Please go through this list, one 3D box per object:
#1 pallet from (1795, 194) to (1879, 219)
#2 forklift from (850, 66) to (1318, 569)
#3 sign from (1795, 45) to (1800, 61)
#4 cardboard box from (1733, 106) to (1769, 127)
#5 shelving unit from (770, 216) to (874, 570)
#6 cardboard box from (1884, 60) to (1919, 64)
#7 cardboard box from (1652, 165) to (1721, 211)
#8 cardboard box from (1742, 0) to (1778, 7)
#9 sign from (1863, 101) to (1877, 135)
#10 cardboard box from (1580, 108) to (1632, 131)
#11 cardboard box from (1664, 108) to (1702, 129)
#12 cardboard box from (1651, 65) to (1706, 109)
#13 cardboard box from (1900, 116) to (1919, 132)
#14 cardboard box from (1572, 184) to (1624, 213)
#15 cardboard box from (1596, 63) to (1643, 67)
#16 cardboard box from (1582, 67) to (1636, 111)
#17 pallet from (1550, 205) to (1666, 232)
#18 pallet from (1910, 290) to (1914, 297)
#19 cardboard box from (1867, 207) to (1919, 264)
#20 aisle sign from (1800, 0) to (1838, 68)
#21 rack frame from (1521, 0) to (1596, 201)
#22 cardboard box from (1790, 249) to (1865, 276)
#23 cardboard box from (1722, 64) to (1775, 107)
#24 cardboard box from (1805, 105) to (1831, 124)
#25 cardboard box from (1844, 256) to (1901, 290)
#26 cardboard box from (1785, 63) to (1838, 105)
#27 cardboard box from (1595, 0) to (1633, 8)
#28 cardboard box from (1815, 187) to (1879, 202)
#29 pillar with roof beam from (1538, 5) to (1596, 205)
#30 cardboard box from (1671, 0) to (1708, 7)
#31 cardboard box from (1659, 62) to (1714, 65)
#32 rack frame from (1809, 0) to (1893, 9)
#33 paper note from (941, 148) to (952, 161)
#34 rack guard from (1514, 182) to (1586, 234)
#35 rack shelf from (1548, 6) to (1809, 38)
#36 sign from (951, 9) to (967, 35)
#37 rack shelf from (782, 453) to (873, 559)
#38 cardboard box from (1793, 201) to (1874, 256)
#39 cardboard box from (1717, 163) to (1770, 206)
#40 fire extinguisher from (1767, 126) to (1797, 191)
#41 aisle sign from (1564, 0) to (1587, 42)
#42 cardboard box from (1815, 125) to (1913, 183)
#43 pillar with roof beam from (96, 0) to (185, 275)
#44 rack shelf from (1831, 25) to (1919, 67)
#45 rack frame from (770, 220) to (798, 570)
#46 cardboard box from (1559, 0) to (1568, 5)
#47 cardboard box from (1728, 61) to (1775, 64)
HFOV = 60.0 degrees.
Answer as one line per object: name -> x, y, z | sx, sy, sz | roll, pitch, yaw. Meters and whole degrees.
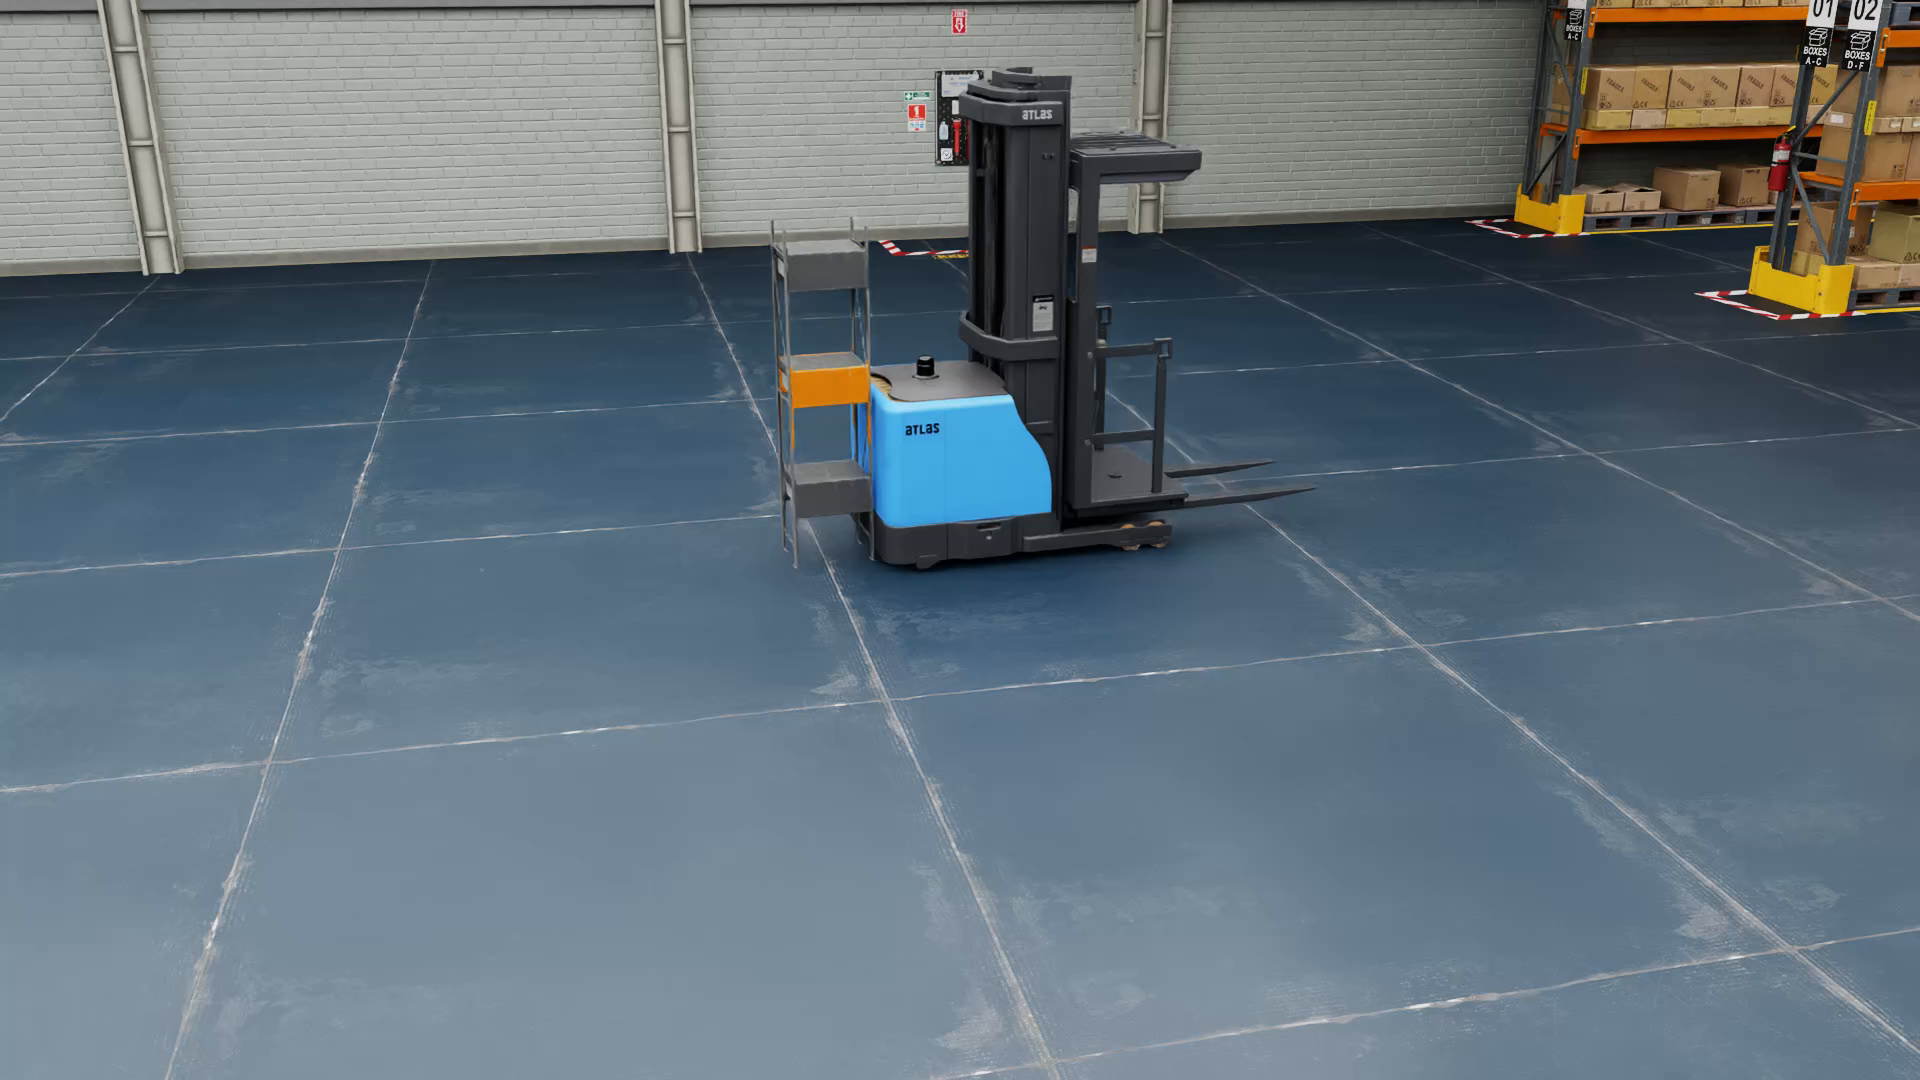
pallet -> 12.442, -4.672, 23.262 | 1.213, 0.211, 1.003 | -5, 21, -12
forklift -> 0.851, -1.474, 10.578 | 3.031, 2.935, 1.130 | -6, 21, -16
sign -> 11.553, -6.648, 22.920 | 0.005, 0.325, 0.100 | -5, 21, -12
cardboard box -> 10.321, -5.638, 22.033 | 0.500, 0.250, 0.500 | -5, 21, -13
shelving unit -> -0.836, -0.888, 10.187 | 0.503, 2.100, 0.431 | -6, 21, -16
cardboard box -> 9.955, -4.681, 17.201 | 0.500, 0.500, 0.700 | -5, 21, -14
cardboard box -> 9.766, -4.747, 22.406 | 0.500, 0.500, 0.700 | -6, 21, -16
cardboard box -> 10.224, -7.169, 21.489 | 0.500, 0.500, 0.500 | -5, 21, -15
sign -> 9.057, -4.202, 16.551 | 0.005, 0.325, 0.100 | -5, 21, -12
cardboard box -> 8.340, -5.474, 21.586 | 0.500, 0.250, 0.500 | -5, 21, -14
cardboard box -> 9.339, -5.558, 21.816 | 0.500, 0.250, 0.500 | -5, 21, -13
cardboard box -> 9.313, -5.905, 21.674 | 0.500, 0.500, 0.500 | -5, 21, -14
cardboard box -> 9.623, -4.277, 17.041 | 0.250, 0.149, 0.380 | -5, 21, -14
cardboard box -> 8.486, -4.571, 22.202 | 0.500, 0.311, 0.500 | -7, 21, -19
cardboard box -> 8.694, -6.039, 22.037 | 0.500, 0.500, 0.500 | -4, 21, -12
cardboard box -> 8.326, -5.831, 21.470 | 0.500, 0.500, 0.500 | -5, 21, -12
pallet -> 8.664, -4.352, 22.388 | 1.213, 0.211, 1.003 | -5, 21, -12
pallet -> 10.855, -2.805, 18.166 | 1.213, 0.211, 1.003 | -5, 21, -12
cardboard box -> 9.995, -3.211, 17.517 | 0.500, 0.500, 0.500 | -5, 21, -12
aisle sign -> 8.804, -5.259, 17.029 | 0.004, 0.787, 0.394 | -5, 21, -12
rack frame -> 7.792, -5.603, 21.748 | 0.127, 3.000, 1.000 | -5, 21, -12
cardboard box -> 9.389, -2.992, 18.009 | 0.500, 0.250, 0.500 | -5, 21, -12
cardboard box -> 10.319, -5.992, 21.909 | 0.500, 0.500, 0.500 | -5, 21, -14
cardboard box -> 11.293, -5.719, 22.256 | 0.500, 0.250, 0.500 | -5, 21, -12
cardboard box -> 9.508, -2.819, 17.536 | 0.500, 0.250, 0.500 | -5, 21, -12
cardboard box -> 11.296, -6.069, 22.121 | 0.500, 0.500, 0.500 | -5, 21, -13
cardboard box -> 8.175, -7.010, 21.055 | 0.500, 0.500, 0.500 | -4, 21, -11
cardboard box -> 12.397, -5.016, 23.141 | 0.500, 0.500, 0.700 | -4, 20, -11
pillar with roof beam -> 9.265, -7.323, 17.724 | 0.400, 9.000, 9.100 | -5, 21, -12
cardboard box -> 9.210, -7.083, 21.255 | 0.500, 0.500, 0.500 | -4, 20, -10
cardboard box -> 9.686, -6.121, 22.262 | 0.500, 0.500, 0.500 | -4, 21, -12
rack frame -> 8.935, -6.762, 16.191 | 0.127, 3.000, 1.000 | -5, 21, -12
paper note -> -0.167, -4.885, 21.071 | 0.142, 0.148, 0.016 | -5, 21, -12
rack guard -> 7.866, -4.435, 22.195 | 0.348, 0.500, 1.175 | -5, 21, -12
rack shelf -> 9.738, -6.832, 21.788 | 4.000, 0.370, 1.077 | -5, 21, -12
sign -> -0.009, -6.411, 20.585 | 0.199, 0.298, 0.001 | -5, 21, -12
rack shelf -> -0.836, -0.218, 10.433 | 0.480, 0.518, 0.431 | -6, 21, -16
cardboard box -> 9.389, -3.345, 17.882 | 0.500, 0.500, 0.500 | -5, 21, -12
cardboard box -> 10.684, -4.857, 22.706 | 0.500, 0.500, 0.500 | -6, 21, -17
fire extinguisher -> 8.713, -4.055, 17.635 | 0.183, 0.674, 0.296 | -5, 21, -12
aisle sign -> 7.791, -6.717, 21.011 | 0.004, 0.787, 0.394 | -5, 21, -12
cardboard box -> 9.393, -4.024, 17.294 | 0.500, 0.500, 0.700 | -5, 21, -12
pillar with roof beam -> -8.252, -5.899, 13.835 | 0.400, 9.000, 9.100 | -5, 21, -12
rack shelf -> 10.882, -5.174, 17.262 | 4.000, 0.370, 1.077 | -5, 21, -12
rack frame -> -1.069, -0.864, 10.119 | 0.015, 2.100, 0.400 | -6, 21, -16
cardboard box -> 8.140, -7.185, 21.533 | 0.500, 0.500, 0.500 | -3, 20, -9
cardboard box -> 10.675, -6.203, 22.487 | 0.500, 0.500, 0.500 | -5, 21, -13
